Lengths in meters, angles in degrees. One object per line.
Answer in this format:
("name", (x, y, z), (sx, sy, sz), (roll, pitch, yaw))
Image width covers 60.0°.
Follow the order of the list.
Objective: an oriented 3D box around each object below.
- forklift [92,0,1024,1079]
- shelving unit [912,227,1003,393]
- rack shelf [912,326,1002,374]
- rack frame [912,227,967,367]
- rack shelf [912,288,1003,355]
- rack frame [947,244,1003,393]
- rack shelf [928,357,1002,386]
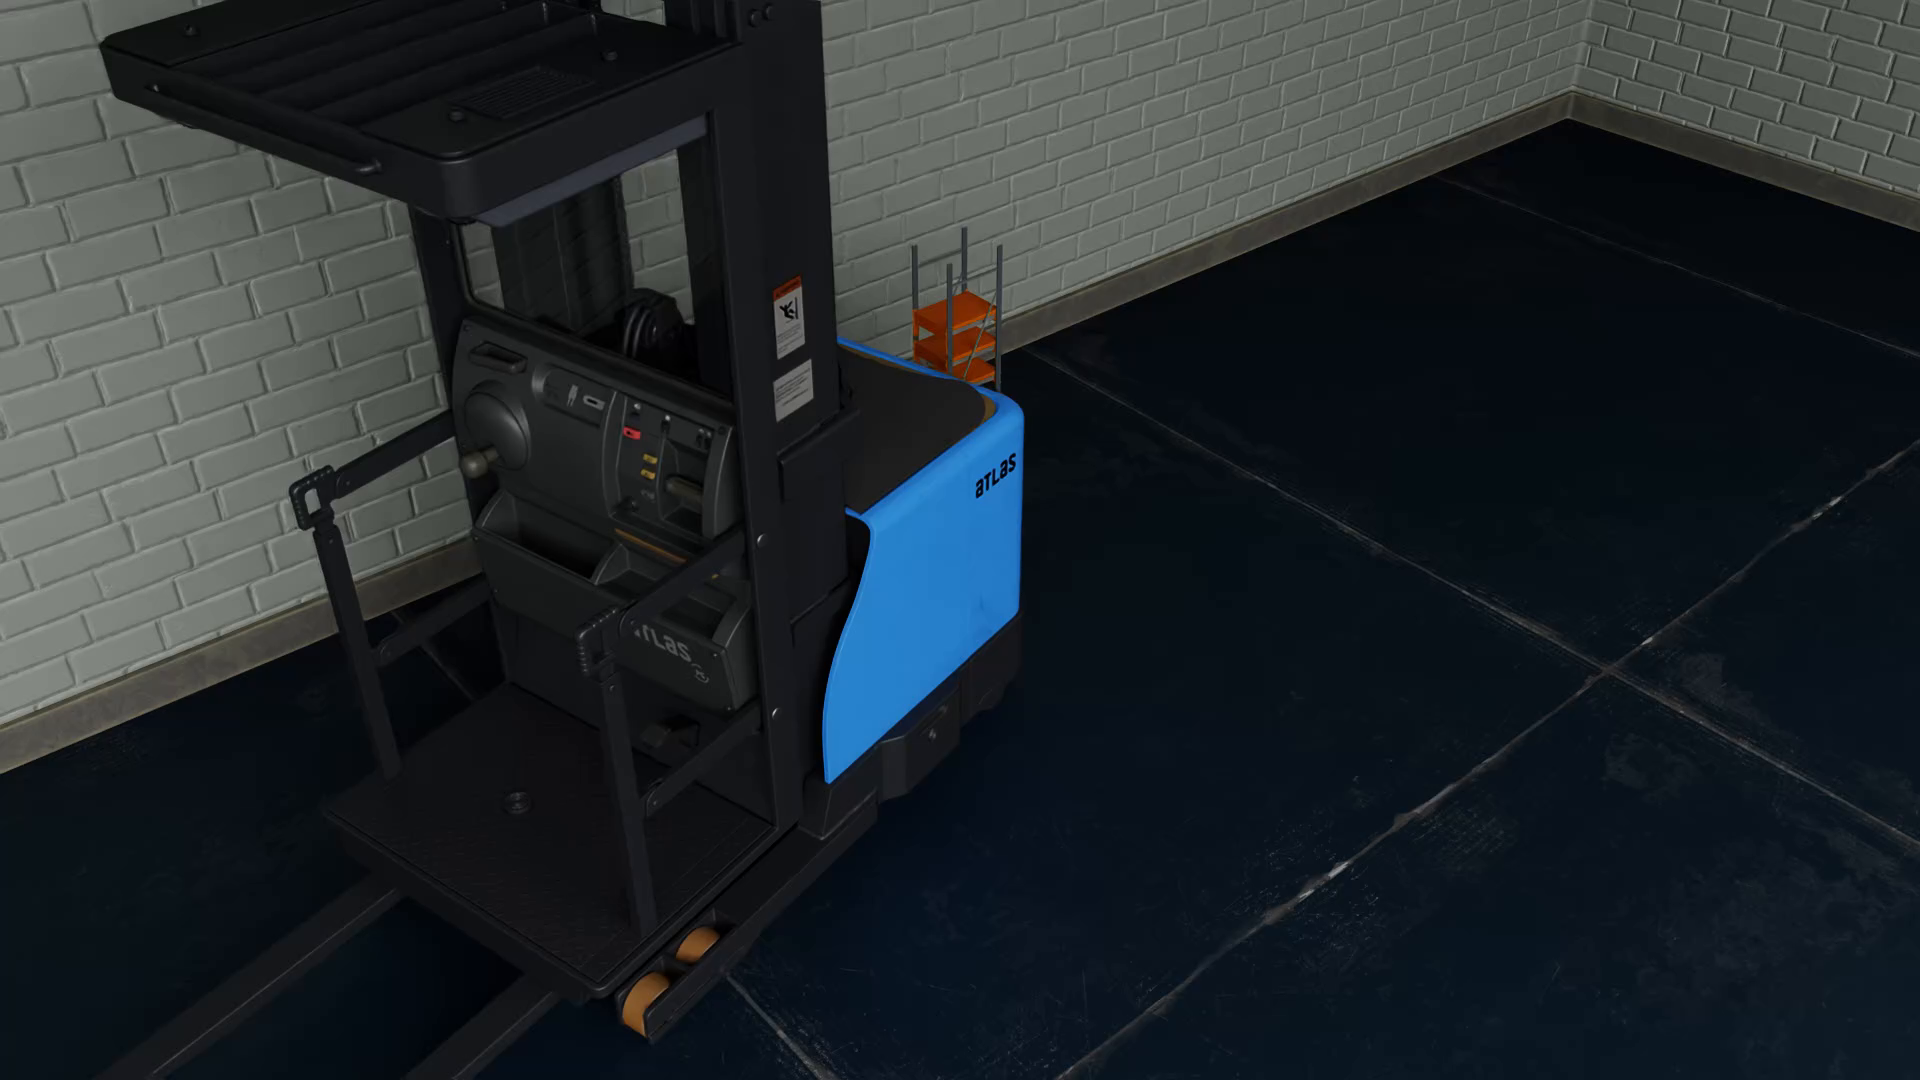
("forklift", (-1.051, -0.203, 4.001), (1.130, 2.935, 3.031), (22, 41, 28))
("shelving unit", (-0.009, -0.496, 5.912), (0.258, 1.200, 0.189), (-26, 43, -32))
("rack shelf", (-0.009, -0.656, 5.799), (0.258, 0.103, 0.180), (-26, 43, -32))
("rack frame", (-0.068, -0.536, 5.969), (0.240, 1.200, 0.006), (-26, 43, -32))
("rack shelf", (-0.009, -0.754, 5.730), (0.258, 0.103, 0.180), (-26, 43, -32))
("rack frame", (0.050, -0.456, 5.855), (0.240, 1.200, 0.006), (-26, 43, -32))
("rack shelf", (-0.009, -0.558, 5.869), (0.258, 0.103, 0.180), (-26, 43, -32))
